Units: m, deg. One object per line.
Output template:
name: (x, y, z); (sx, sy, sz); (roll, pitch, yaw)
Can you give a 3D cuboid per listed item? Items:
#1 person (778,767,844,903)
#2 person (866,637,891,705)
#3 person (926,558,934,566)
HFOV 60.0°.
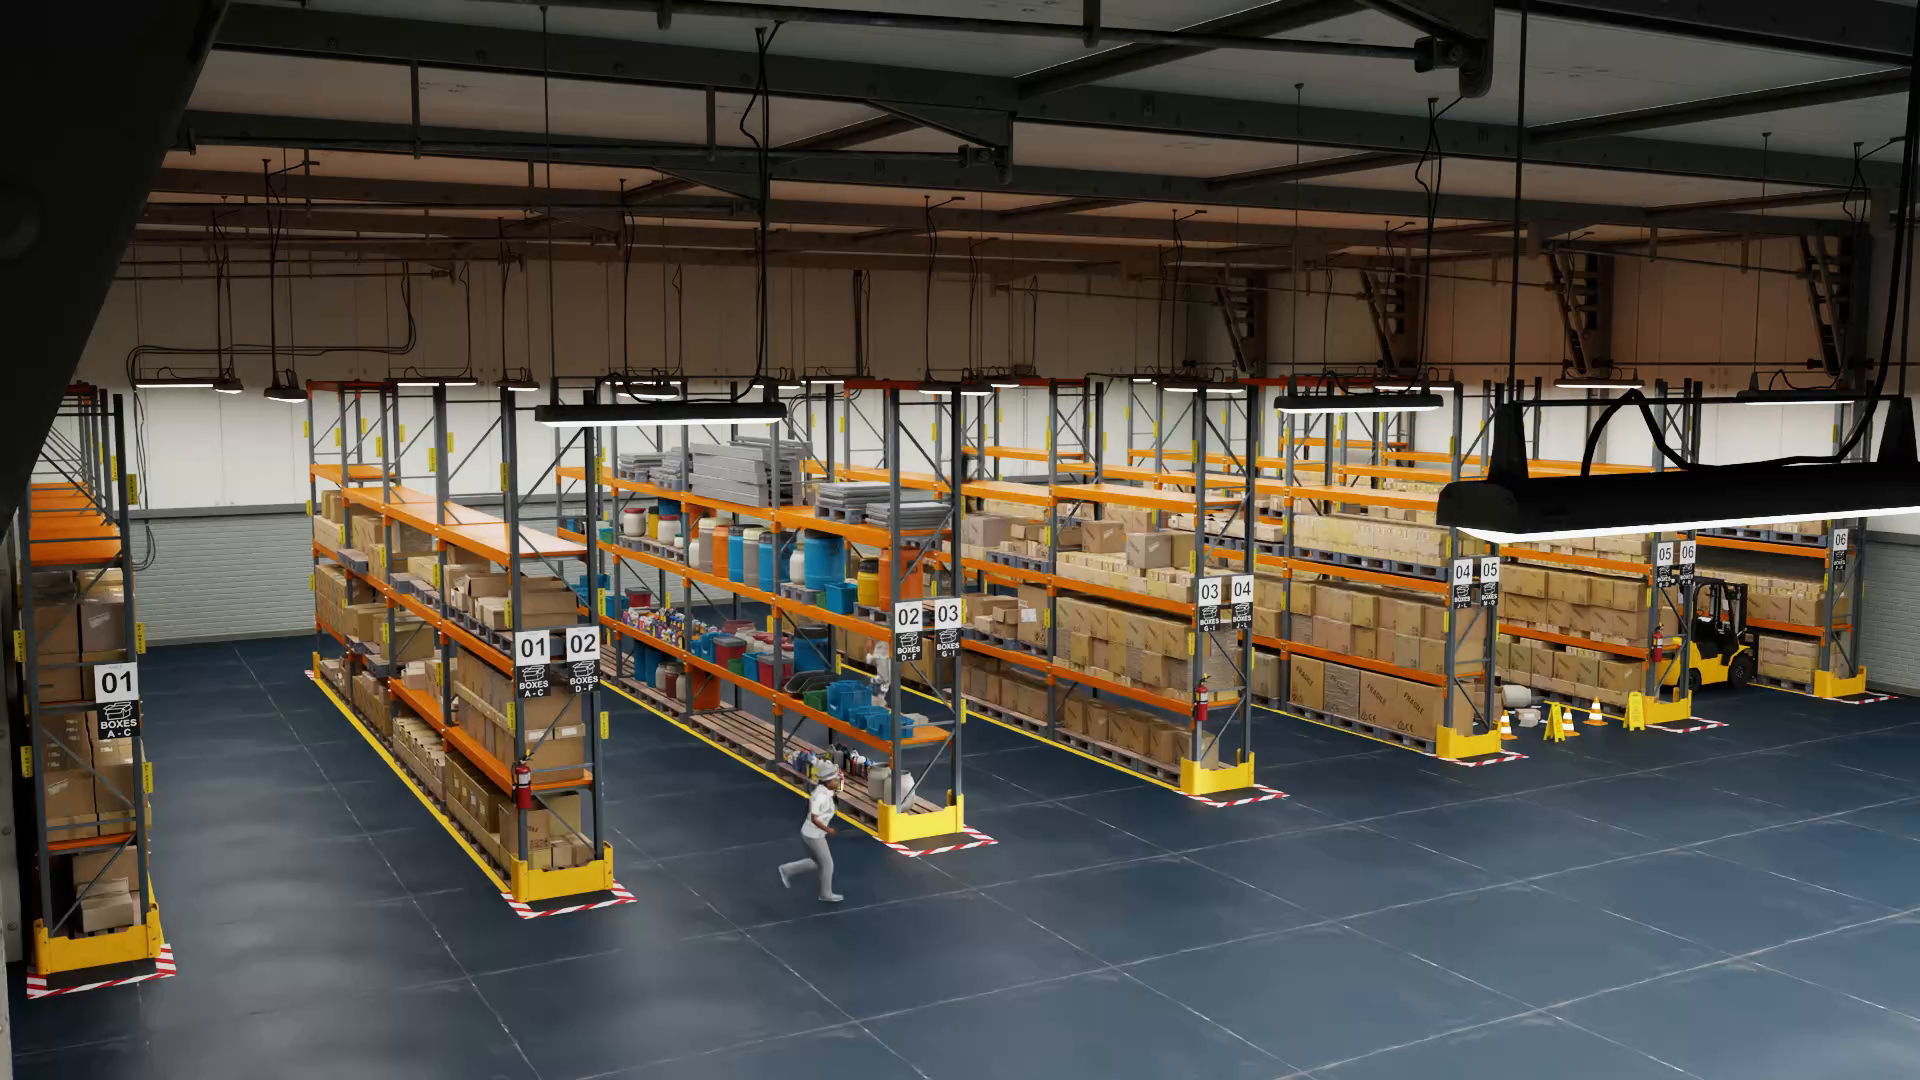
person: (-1.767, 3.460, 19.465); (0.772, 1.640, 0.562); (0, 6, 4)
person: (-1.423, 2.196, 30.923); (0.643, 1.717, 0.664); (6, 9, 44)
person: (-0.767, 1.267, 39.631); (0.758, 1.728, 0.596); (-2, 6, -14)
